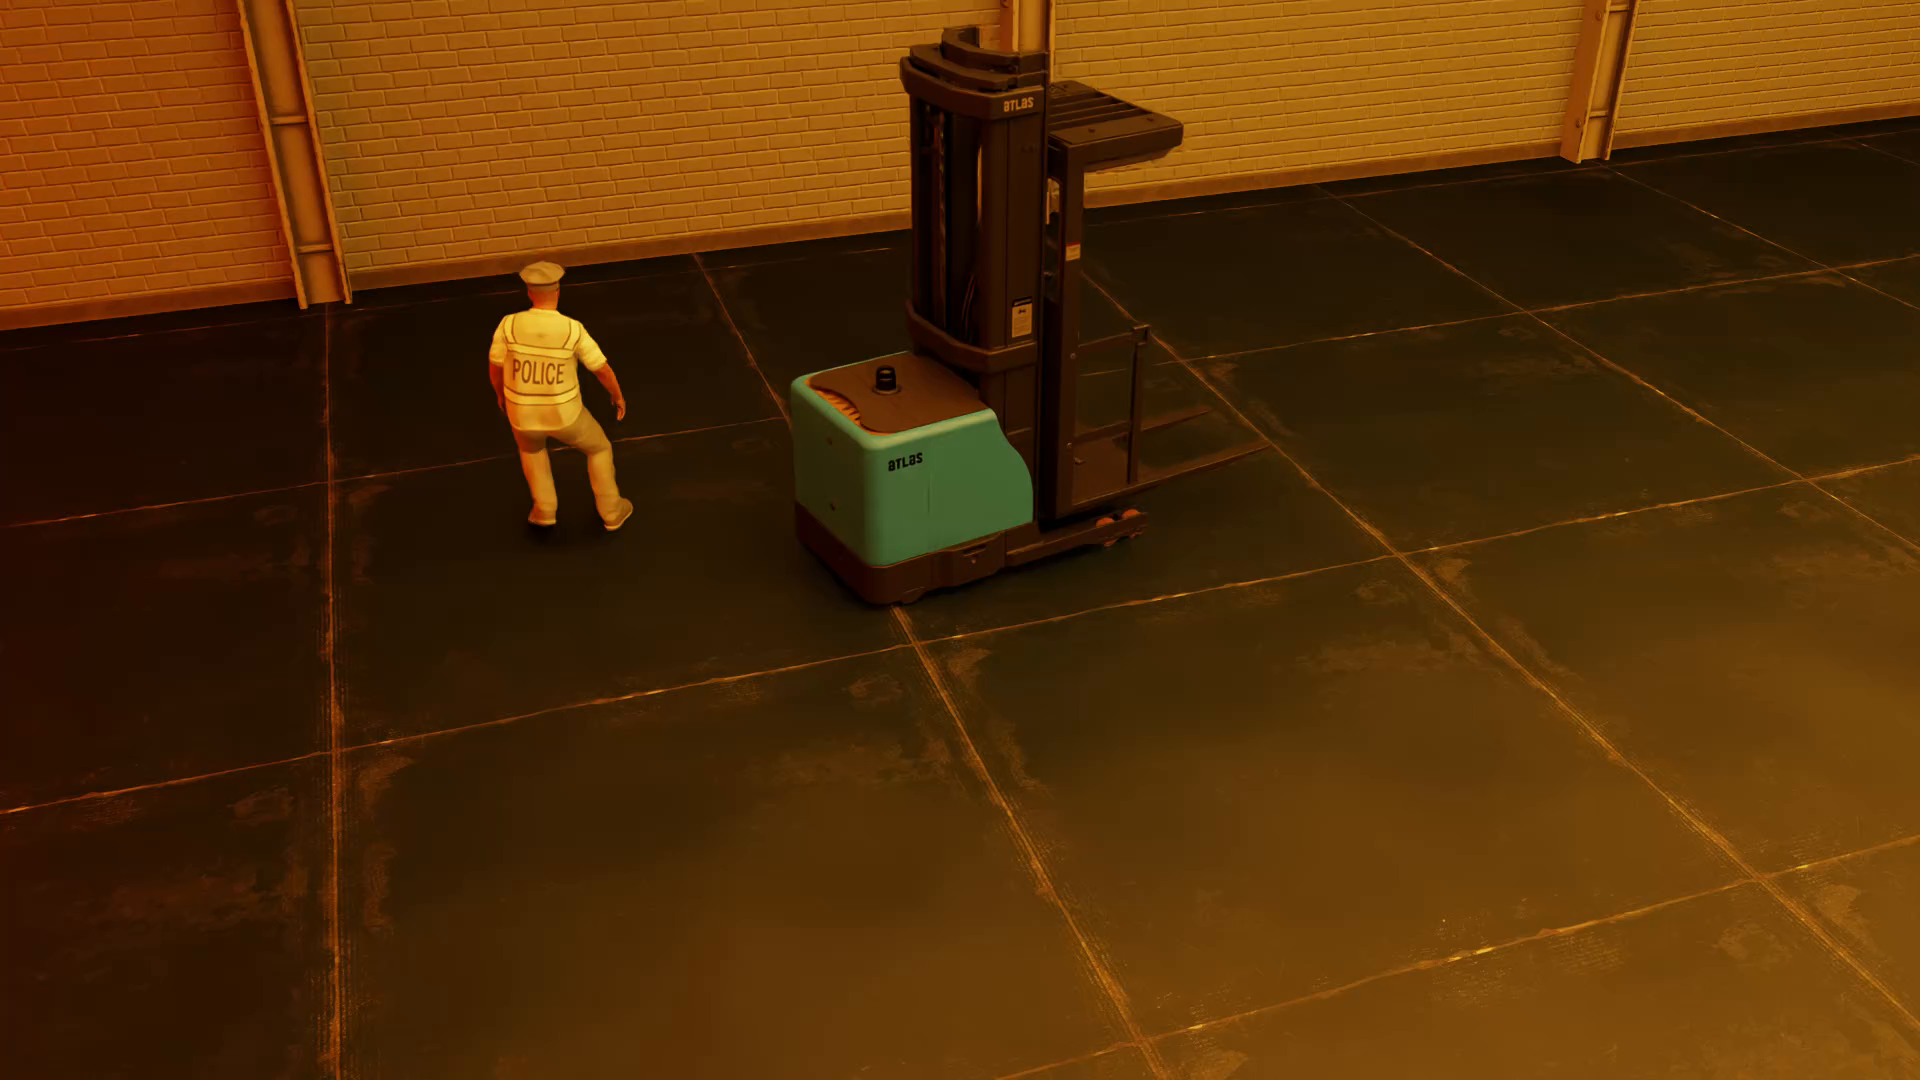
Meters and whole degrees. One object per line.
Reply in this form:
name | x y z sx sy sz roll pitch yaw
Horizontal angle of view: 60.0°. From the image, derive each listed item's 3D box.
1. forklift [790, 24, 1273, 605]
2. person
forklift | 0.540 -1.444 9.597 3.031 2.935 1.130 -17 34 -27
person | -2.348 -0.804 9.735 0.737 1.668 0.502 -3 30 -5
